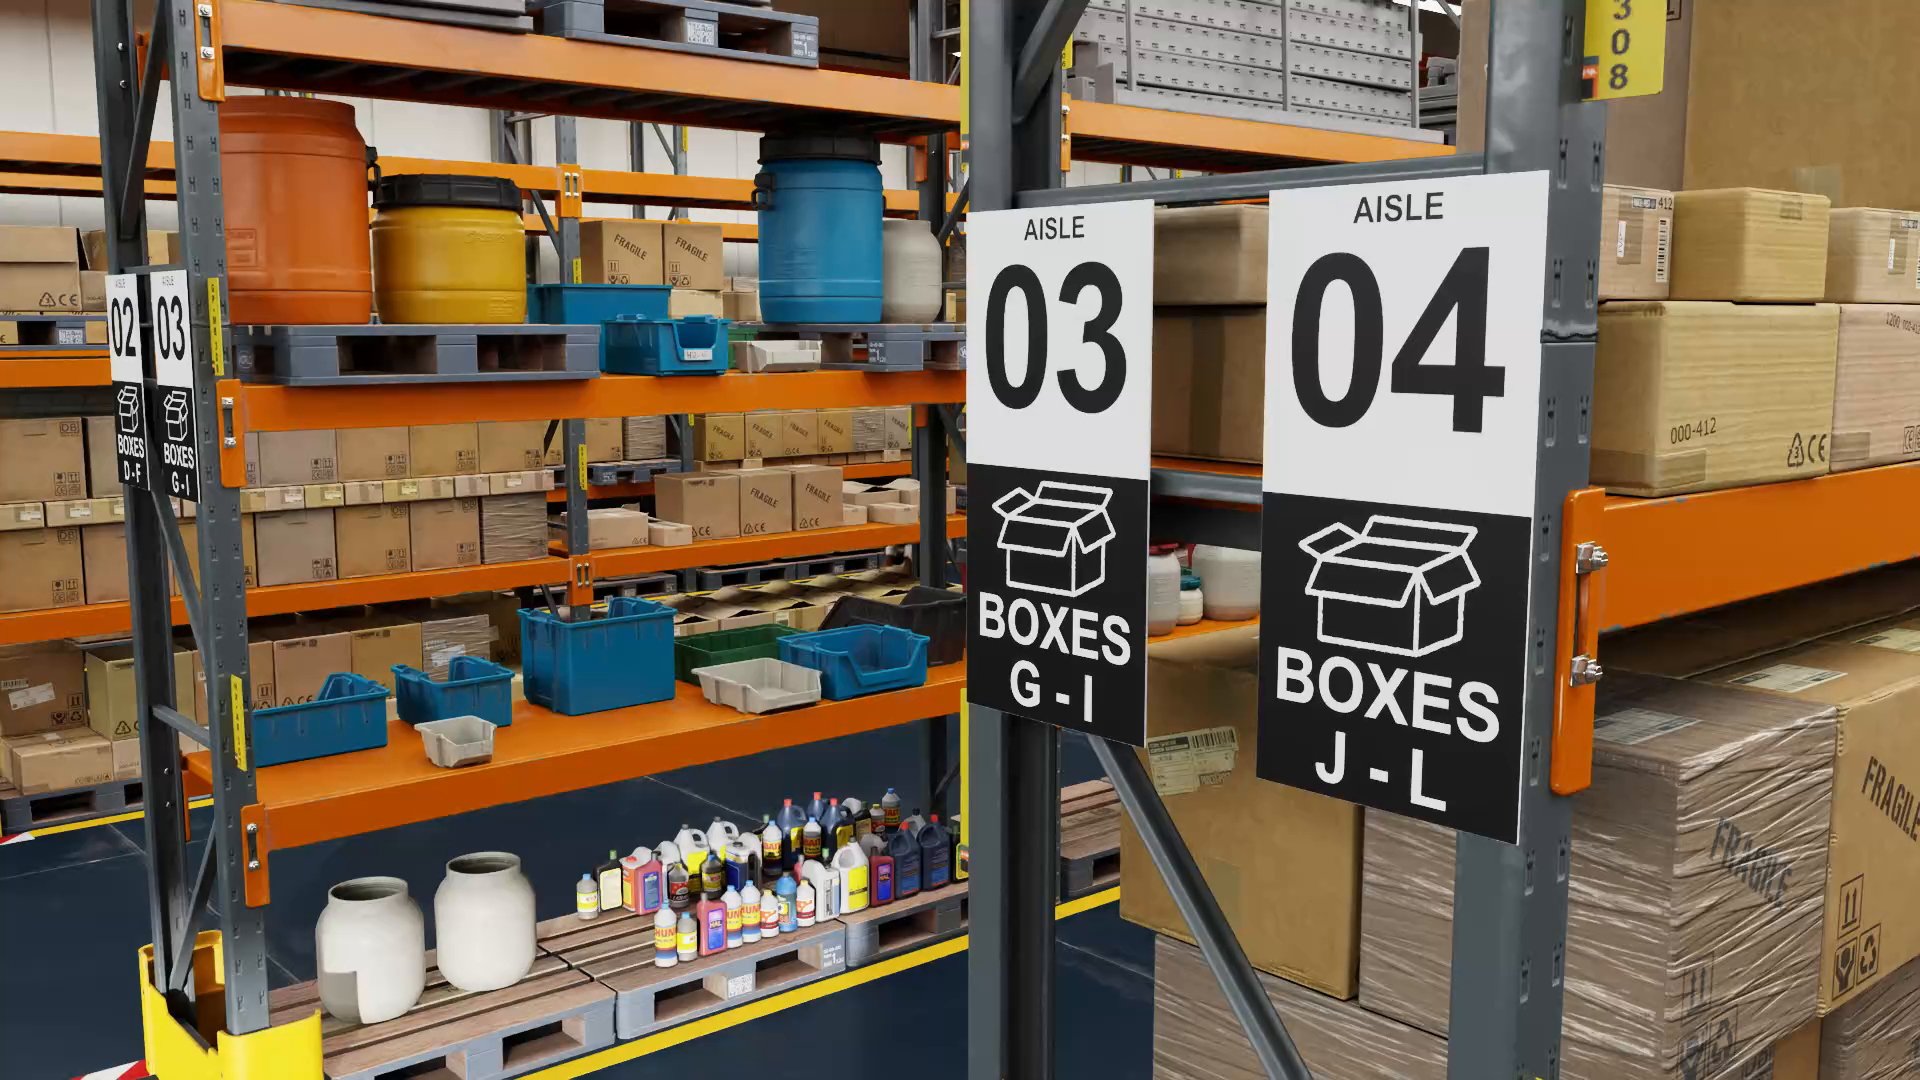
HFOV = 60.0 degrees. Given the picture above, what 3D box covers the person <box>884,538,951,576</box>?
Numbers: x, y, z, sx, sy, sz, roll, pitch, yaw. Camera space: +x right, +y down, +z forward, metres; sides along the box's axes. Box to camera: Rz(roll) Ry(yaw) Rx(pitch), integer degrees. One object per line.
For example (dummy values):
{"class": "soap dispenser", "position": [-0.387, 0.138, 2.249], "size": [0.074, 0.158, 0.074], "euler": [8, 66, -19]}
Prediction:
{"class": "person", "position": [-0.500, 0.277, 16.850], "size": [0.443, 1.102, 0.930], "euler": [7, 11, 44]}
